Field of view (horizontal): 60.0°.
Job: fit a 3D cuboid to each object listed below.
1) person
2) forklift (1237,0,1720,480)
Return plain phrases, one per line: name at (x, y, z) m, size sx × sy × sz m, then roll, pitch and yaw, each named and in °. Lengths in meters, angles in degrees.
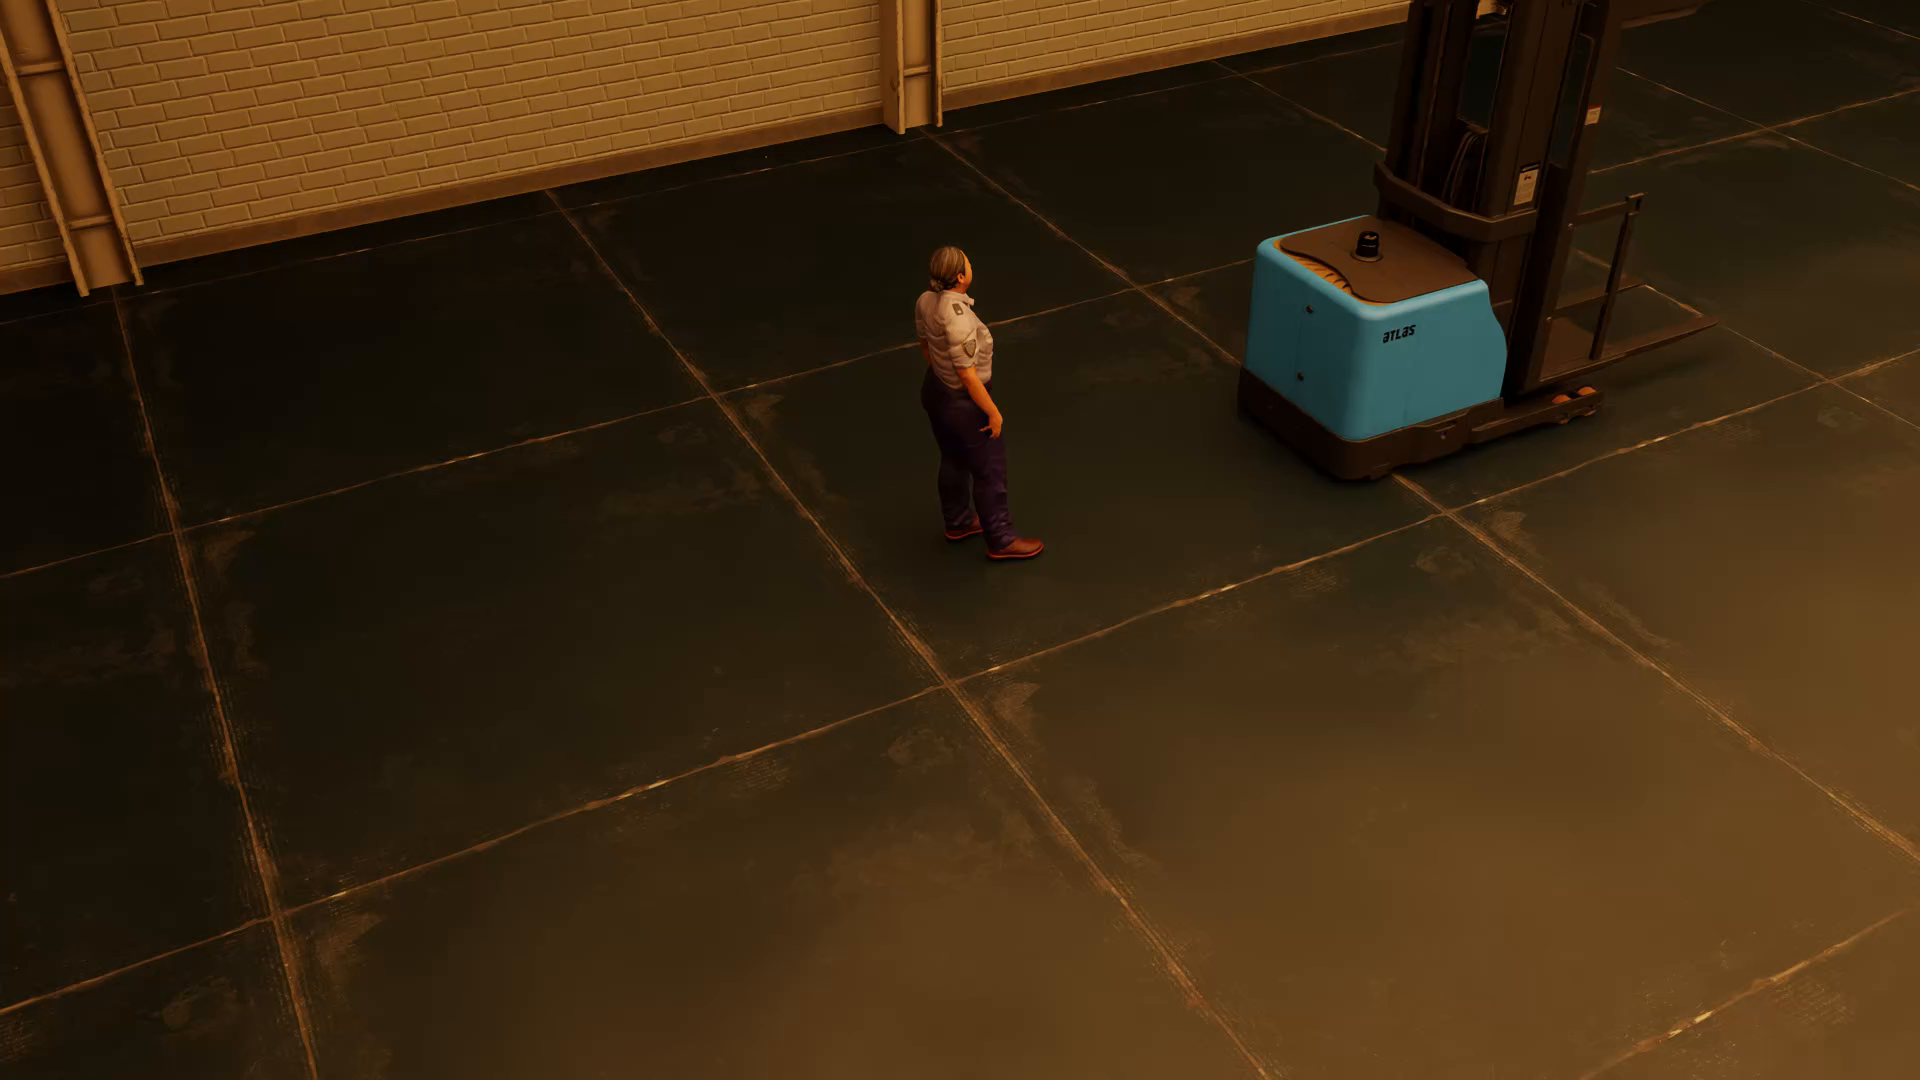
person at (0.091, -0.691, 8.200) m, size 0.502 × 1.651 × 0.598 m, roll -17°, pitch 39°, yaw -23°
forklift at (3.161, -2.119, 9.121) m, size 3.031 × 2.935 × 1.130 m, roll -17°, pitch 39°, yaw -23°
